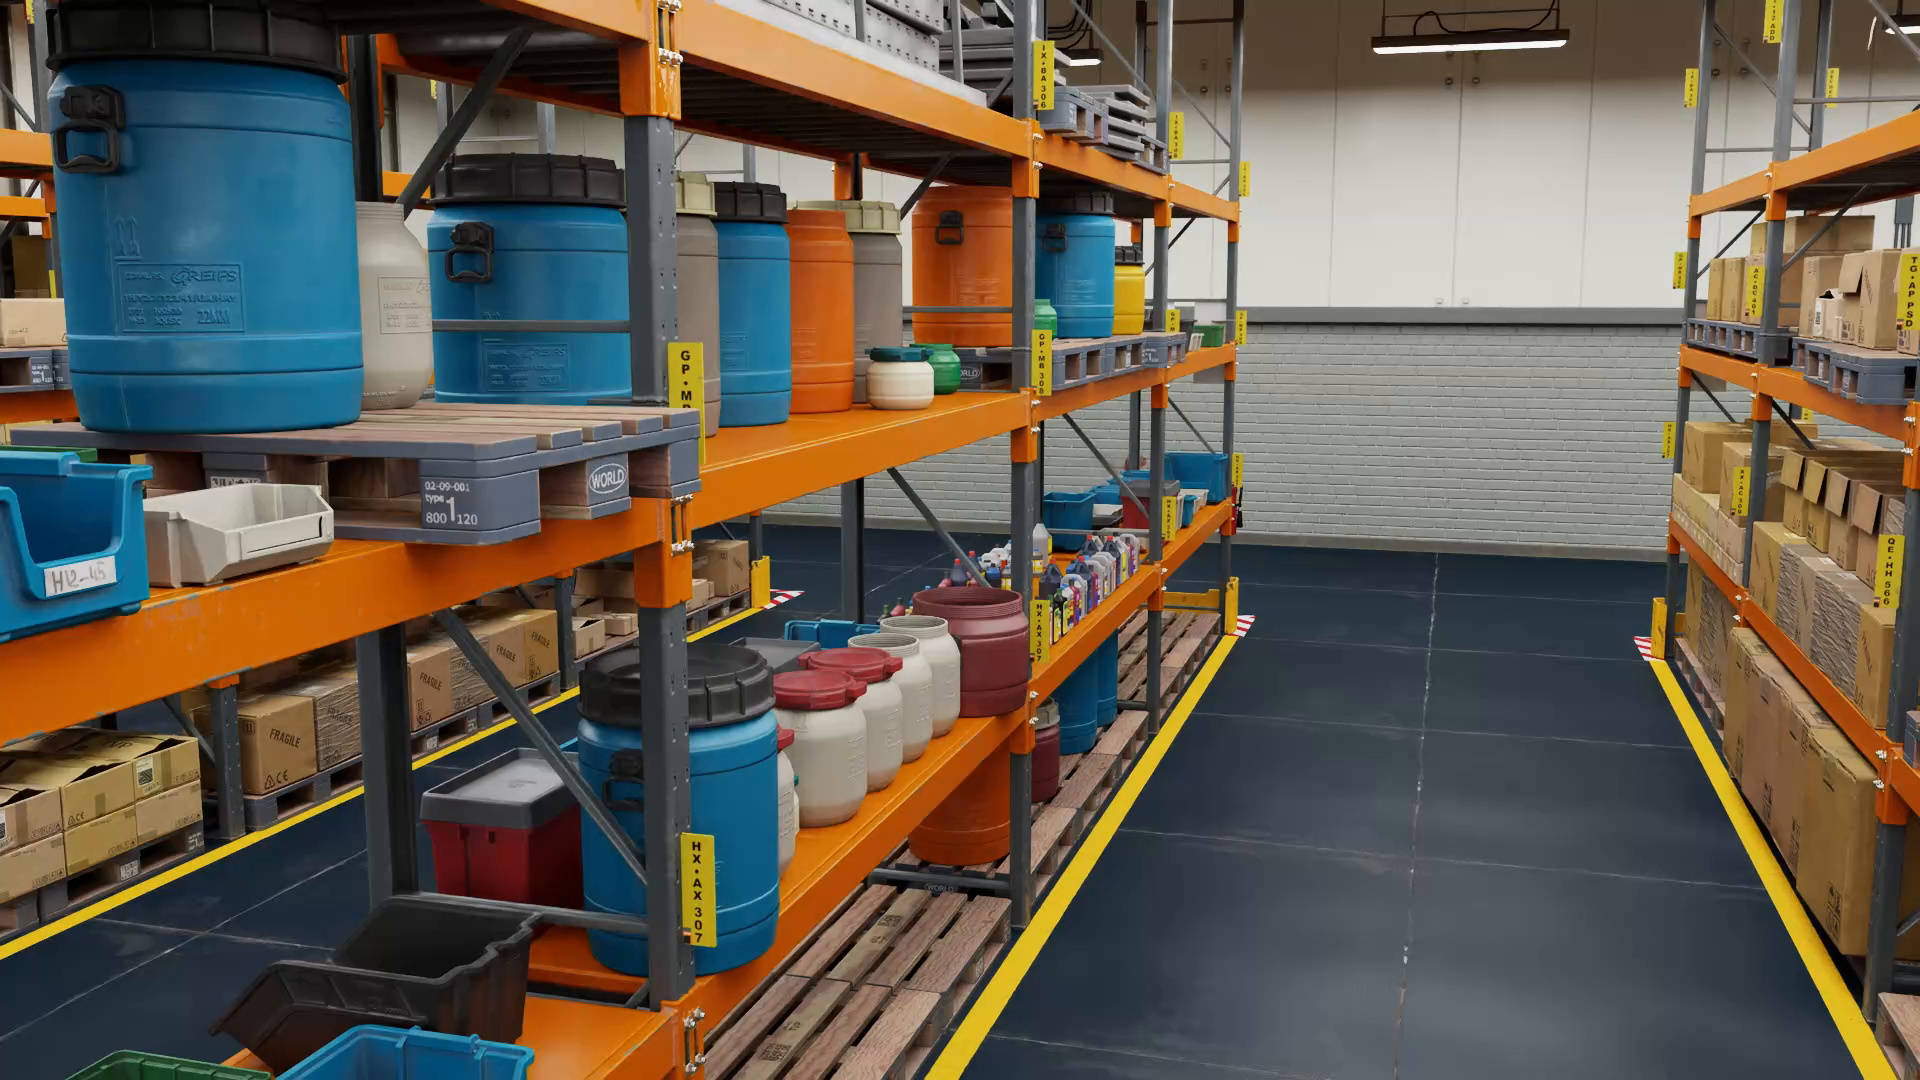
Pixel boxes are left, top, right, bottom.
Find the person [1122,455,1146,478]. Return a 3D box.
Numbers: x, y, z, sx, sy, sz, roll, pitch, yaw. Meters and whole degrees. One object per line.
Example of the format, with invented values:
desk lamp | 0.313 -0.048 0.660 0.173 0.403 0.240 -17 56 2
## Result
person | 1.727 -0.129 17.708 0.484 1.593 0.480 -1 9 -4
